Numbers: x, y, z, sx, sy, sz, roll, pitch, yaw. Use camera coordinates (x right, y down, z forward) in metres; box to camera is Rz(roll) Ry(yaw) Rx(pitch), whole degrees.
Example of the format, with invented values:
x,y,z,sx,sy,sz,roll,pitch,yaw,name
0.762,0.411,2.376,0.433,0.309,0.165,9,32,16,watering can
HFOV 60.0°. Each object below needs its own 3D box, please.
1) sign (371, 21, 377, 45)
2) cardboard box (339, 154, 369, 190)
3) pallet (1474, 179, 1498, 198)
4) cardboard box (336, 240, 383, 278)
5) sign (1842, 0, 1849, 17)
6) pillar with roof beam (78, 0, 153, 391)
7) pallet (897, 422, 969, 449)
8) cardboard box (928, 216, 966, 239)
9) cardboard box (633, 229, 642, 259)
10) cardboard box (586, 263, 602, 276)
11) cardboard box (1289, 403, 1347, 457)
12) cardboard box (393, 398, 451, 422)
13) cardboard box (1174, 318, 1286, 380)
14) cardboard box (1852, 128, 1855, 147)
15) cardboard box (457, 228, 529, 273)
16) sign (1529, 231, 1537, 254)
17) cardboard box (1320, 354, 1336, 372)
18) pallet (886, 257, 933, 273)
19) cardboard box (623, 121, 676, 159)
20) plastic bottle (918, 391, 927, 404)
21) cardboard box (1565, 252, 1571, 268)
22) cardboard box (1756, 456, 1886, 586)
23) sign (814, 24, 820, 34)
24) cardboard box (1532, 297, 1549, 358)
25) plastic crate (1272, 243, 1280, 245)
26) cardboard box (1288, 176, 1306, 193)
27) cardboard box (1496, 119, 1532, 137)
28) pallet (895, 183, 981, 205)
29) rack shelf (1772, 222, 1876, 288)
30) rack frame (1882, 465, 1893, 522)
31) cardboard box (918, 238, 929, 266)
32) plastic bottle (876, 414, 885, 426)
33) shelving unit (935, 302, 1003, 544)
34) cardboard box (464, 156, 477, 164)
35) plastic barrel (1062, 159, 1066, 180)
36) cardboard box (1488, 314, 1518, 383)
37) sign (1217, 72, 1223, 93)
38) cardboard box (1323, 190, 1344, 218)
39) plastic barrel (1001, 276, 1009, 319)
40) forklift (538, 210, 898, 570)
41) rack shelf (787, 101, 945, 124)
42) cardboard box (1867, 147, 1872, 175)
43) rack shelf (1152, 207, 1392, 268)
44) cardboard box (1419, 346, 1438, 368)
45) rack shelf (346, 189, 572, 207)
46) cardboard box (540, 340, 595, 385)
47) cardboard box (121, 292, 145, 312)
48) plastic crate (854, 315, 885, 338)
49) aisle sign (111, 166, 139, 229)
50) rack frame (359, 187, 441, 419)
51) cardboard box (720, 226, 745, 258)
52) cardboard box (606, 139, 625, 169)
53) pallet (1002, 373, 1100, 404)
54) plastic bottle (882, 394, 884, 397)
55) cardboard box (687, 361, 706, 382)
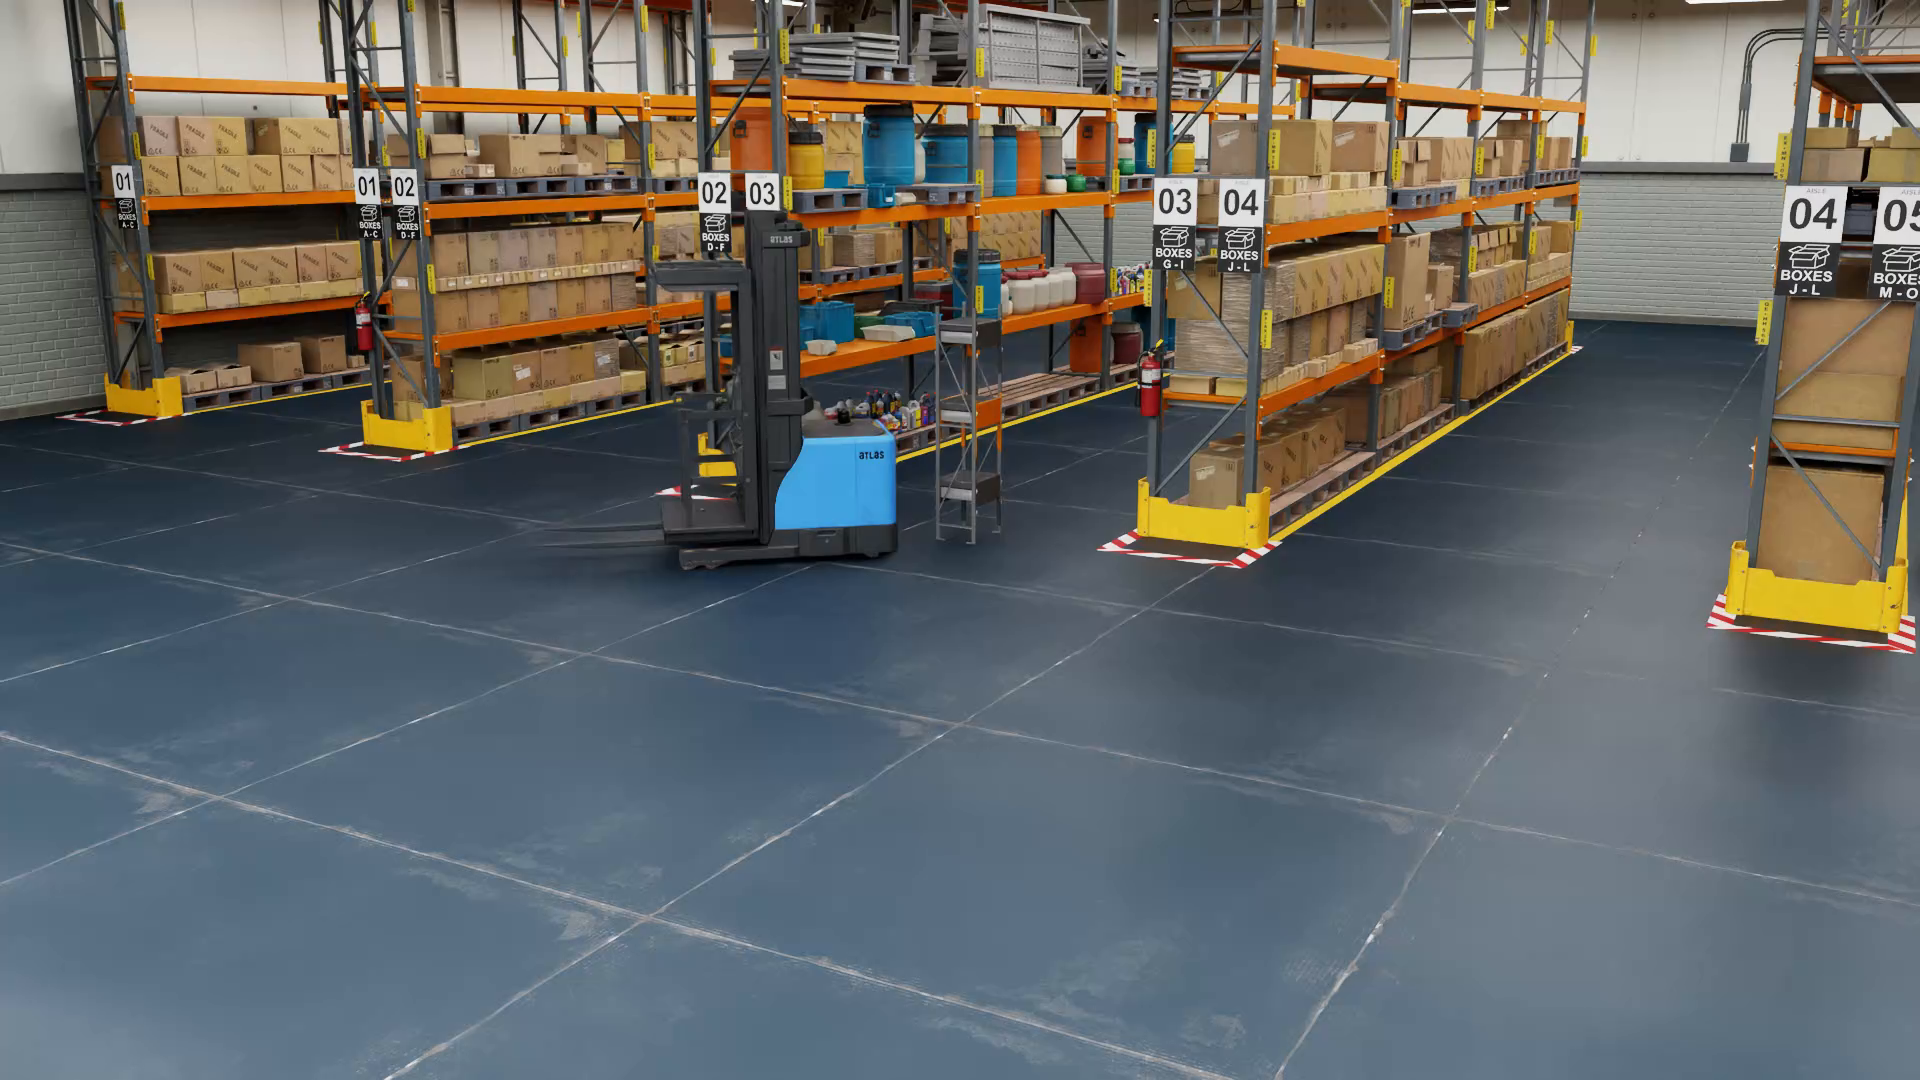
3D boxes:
x,y,z,sx,sy,sz,roll,pitch,yaw,name
-8.450,-7.305,23.971,0.100,0.325,0.005,7,15,28,sign
-8.945,-5.346,24.150,0.500,0.500,0.500,8,16,30,cardboard box
6.291,-4.603,21.728,1.213,0.211,1.003,8,16,31,pallet
-8.874,-4.130,24.444,0.500,0.500,0.500,7,15,28,cardboard box
9.840,-5.984,18.492,0.100,0.325,0.005,7,15,28,sign
-7.500,-5.811,19.936,9.100,9.000,0.400,7,15,28,pillar with roof beam
-0.604,-1.350,20.183,1.003,0.211,1.213,7,15,28,pallet
-0.236,-5.641,29.687,0.500,0.500,0.500,8,16,29,cardboard box
-6.021,-5.263,29.575,0.500,0.500,0.500,7,15,28,cardboard box
-4.893,-3.526,21.662,0.380,0.149,0.250,7,15,28,cardboard box
3.864,-1.189,18.002,0.500,0.500,0.500,7,15,26,cardboard box
-6.511,-1.591,20.203,0.500,0.250,0.500,7,15,28,cardboard box
2.449,-1.760,15.085,0.875,0.500,0.500,7,15,28,cardboard box
7.055,-3.271,13.527,0.380,0.149,0.250,8,15,28,cardboard box
-5.756,-3.576,20.487,0.700,0.500,0.500,7,15,28,cardboard box
8.440,-4.384,24.515,0.100,0.325,0.005,7,15,28,sign
3.508,-1.772,16.519,0.380,0.149,0.250,7,15,28,cardboard box
-1.192,-4.797,28.941,1.003,0.211,1.213,7,15,28,pallet
-4.245,-5.477,22.774,0.500,0.500,0.500,8,15,29,cardboard box
-0.428,-1.616,20.051,0.144,0.351,0.185,7,15,28,plastic bottle
9.892,-4.682,27.738,0.500,0.250,0.500,7,15,27,cardboard box
6.722,-0.192,13.067,0.875,0.875,0.875,7,15,28,cardboard box
-2.156,-7.607,25.054,0.100,0.325,0.005,7,15,28,sign
8.784,-3.401,26.378,0.875,0.875,0.875,7,15,28,cardboard box
5.559,-5.257,30.236,0.616,0.435,0.499,7,15,28,plastic crate
2.913,-3.222,15.068,0.380,0.149,0.250,8,16,30,cardboard box
8.420,-6.235,25.174,0.500,0.250,0.500,6,15,24,cardboard box
-0.506,-4.046,19.419,1.213,0.211,1.003,7,15,28,pallet
7.419,-2.393,13.694,1.077,0.370,4.000,7,15,28,rack shelf
8.386,-1.695,15.663,1.000,3.000,0.127,7,15,28,rack frame
-0.693,-5.222,30.081,0.500,0.500,0.500,8,16,29,cardboard box
-0.902,-1.292,18.851,0.061,0.283,0.133,8,16,29,plastic bottle
0.080,-1.055,14.928,0.431,2.100,0.503,7,15,28,shelving unit
-6.185,-4.504,20.039,0.500,0.250,0.500,7,15,28,cardboard box
1.272,-5.143,23.327,0.421,0.512,0.421,0,14,0,plastic barrel
7.237,-2.773,23.773,1.225,0.875,0.875,7,15,26,cardboard box
4.105,-7.232,26.277,0.100,0.325,0.005,7,15,28,sign
3.352,-3.227,15.938,0.500,0.250,0.500,8,16,30,cardboard box
0.411,-3.076,21.103,0.433,0.535,0.433,0,14,0,plastic barrel
-2.107,-1.309,14.210,3.031,2.935,1.130,-3,14,-11,forklift
-1.677,-7.004,27.273,1.077,0.370,4.000,7,15,28,rack shelf
7.662,-3.305,14.519,0.500,0.250,0.500,7,15,28,cardboard box
3.126,-2.976,16.111,1.077,0.370,4.000,7,15,28,rack shelf
5.729,-2.321,21.054,0.500,0.250,0.500,8,16,30,cardboard box
-7.949,-5.480,26.499,1.077,0.370,4.000,7,15,28,rack shelf
-5.101,-2.308,21.580,0.500,0.500,0.500,7,15,28,cardboard box
-10.793,-3.195,22.164,0.500,0.250,0.500,8,16,29,cardboard box
-1.147,-2.489,19.410,0.450,0.188,0.662,7,15,28,plastic crate
-10.622,-4.356,21.153,0.394,0.787,0.004,7,15,28,aisle sign
-6.511,-2.580,19.335,1.000,3.000,0.127,7,15,28,rack frame
-4.772,-5.858,32.291,0.980,0.700,0.700,8,16,29,cardboard box
-6.309,-6.835,29.433,0.700,0.500,0.500,8,16,31,cardboard box
1.282,-2.149,23.498,1.003,0.211,1.213,7,15,28,pallet
-0.913,-1.643,20.323,0.152,0.276,0.135,8,16,30,plastic bottle
-3.917,-2.427,23.673,0.500,0.250,0.500,8,16,29,cardboard box
